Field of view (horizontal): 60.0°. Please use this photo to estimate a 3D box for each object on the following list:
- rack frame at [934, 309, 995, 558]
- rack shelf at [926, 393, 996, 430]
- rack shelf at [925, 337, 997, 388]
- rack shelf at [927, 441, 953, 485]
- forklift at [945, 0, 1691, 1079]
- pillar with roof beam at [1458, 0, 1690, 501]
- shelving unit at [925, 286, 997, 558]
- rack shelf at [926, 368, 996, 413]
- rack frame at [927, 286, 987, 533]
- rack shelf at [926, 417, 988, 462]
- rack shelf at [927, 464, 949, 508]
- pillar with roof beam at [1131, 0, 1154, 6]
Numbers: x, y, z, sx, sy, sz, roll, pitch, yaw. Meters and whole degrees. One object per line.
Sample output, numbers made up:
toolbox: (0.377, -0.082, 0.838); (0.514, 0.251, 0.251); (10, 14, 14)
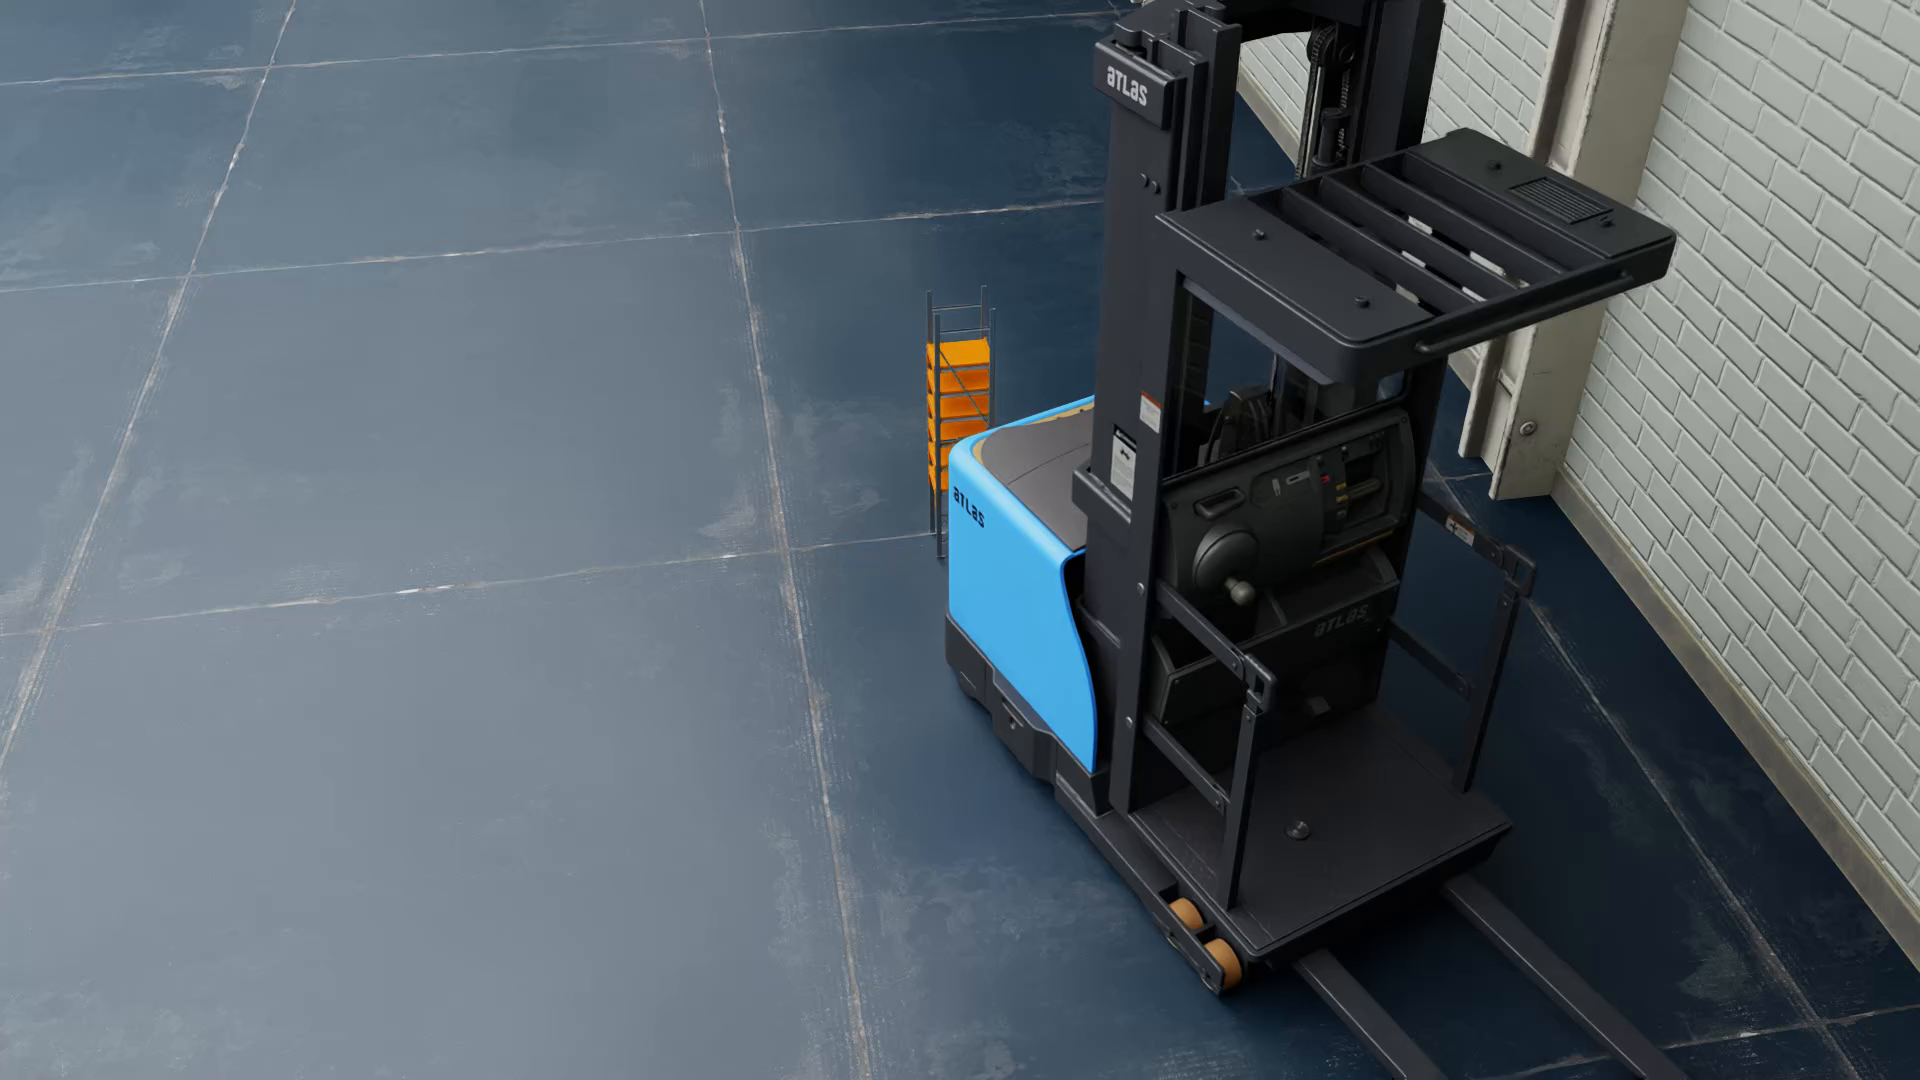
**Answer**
rack frame: (0.019, -0.410, 6.800); (0.240, 1.200, 0.006); (-6, 38, -8)
rack shelf: (0.003, -0.525, 6.824); (0.258, 0.103, 0.180); (-6, 38, -8)
rack shelf: (0.003, -0.714, 6.677); (0.258, 0.103, 0.180); (-6, 38, -8)
rack shelf: (0.003, -0.335, 6.972); (0.258, 0.103, 0.180); (-6, 38, -8)
forklift: (1.121, -0.028, 4.897); (1.130, 2.935, 3.031); (-20, 42, -24)
pillar with roof beam: (-1.723, -3.404, 4.297); (9.100, 9.000, 0.400); (-6, 38, -8)
shelving unit: (0.003, -0.465, 6.871); (0.258, 1.200, 0.189); (-6, 38, -8)
rack shelf: (0.003, -0.620, 6.751); (0.258, 0.103, 0.180); (-6, 38, -8)
rack frame: (-0.013, -0.520, 6.942); (0.240, 1.200, 0.006); (-6, 38, -8)
rack shelf: (0.003, -0.430, 6.898); (0.258, 0.103, 0.180); (-6, 38, -8)
rack shelf: (0.003, -0.240, 7.045); (0.258, 0.103, 0.180); (-6, 38, -8)
pillar with roof beam: (-2.775, -7.028, 8.962); (9.100, 9.000, 0.400); (-6, 38, -8)
